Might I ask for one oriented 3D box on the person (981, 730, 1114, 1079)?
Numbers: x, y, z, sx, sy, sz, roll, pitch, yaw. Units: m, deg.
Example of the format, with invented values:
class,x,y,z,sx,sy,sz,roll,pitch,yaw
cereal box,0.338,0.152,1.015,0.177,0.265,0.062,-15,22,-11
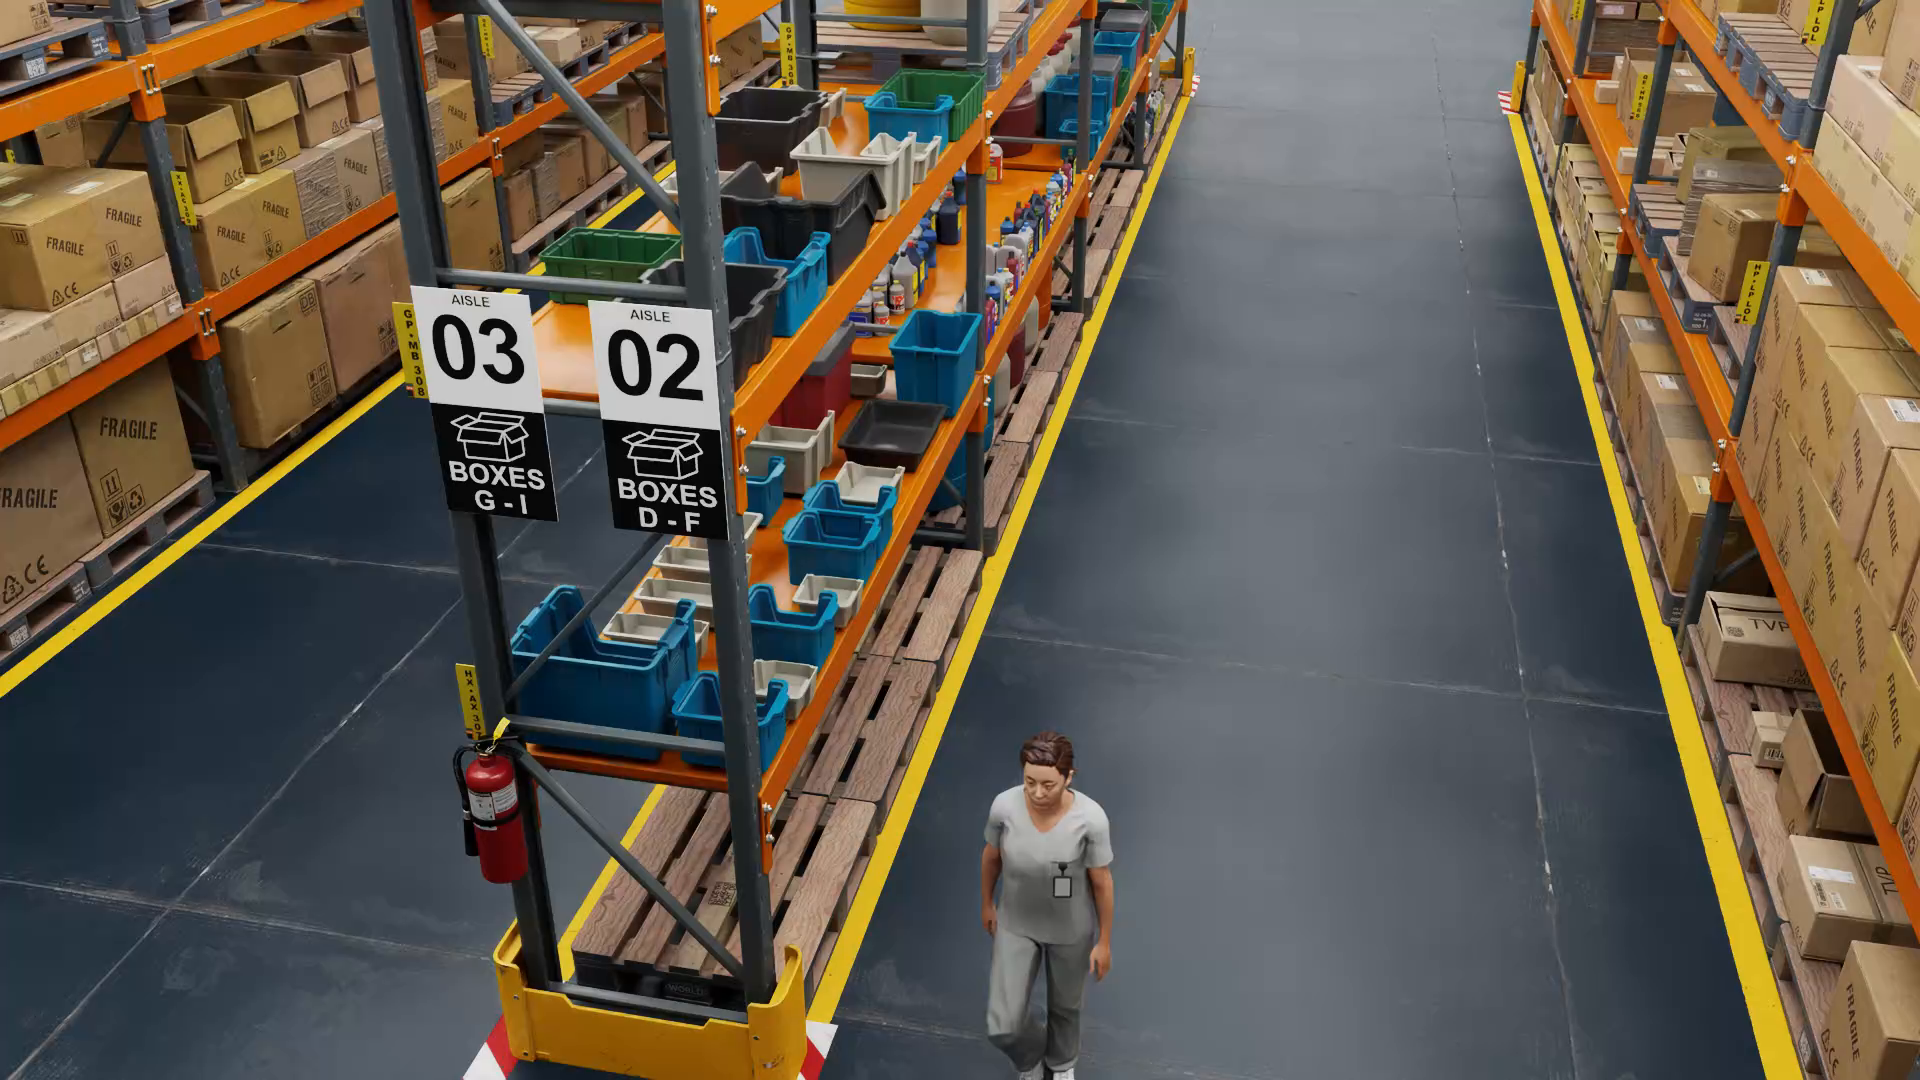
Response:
class,x,y,z,sx,sy,sz,roll,pitch,yaw
person,0.307,1.422,6.013,0.492,1.683,0.486,4,29,7
